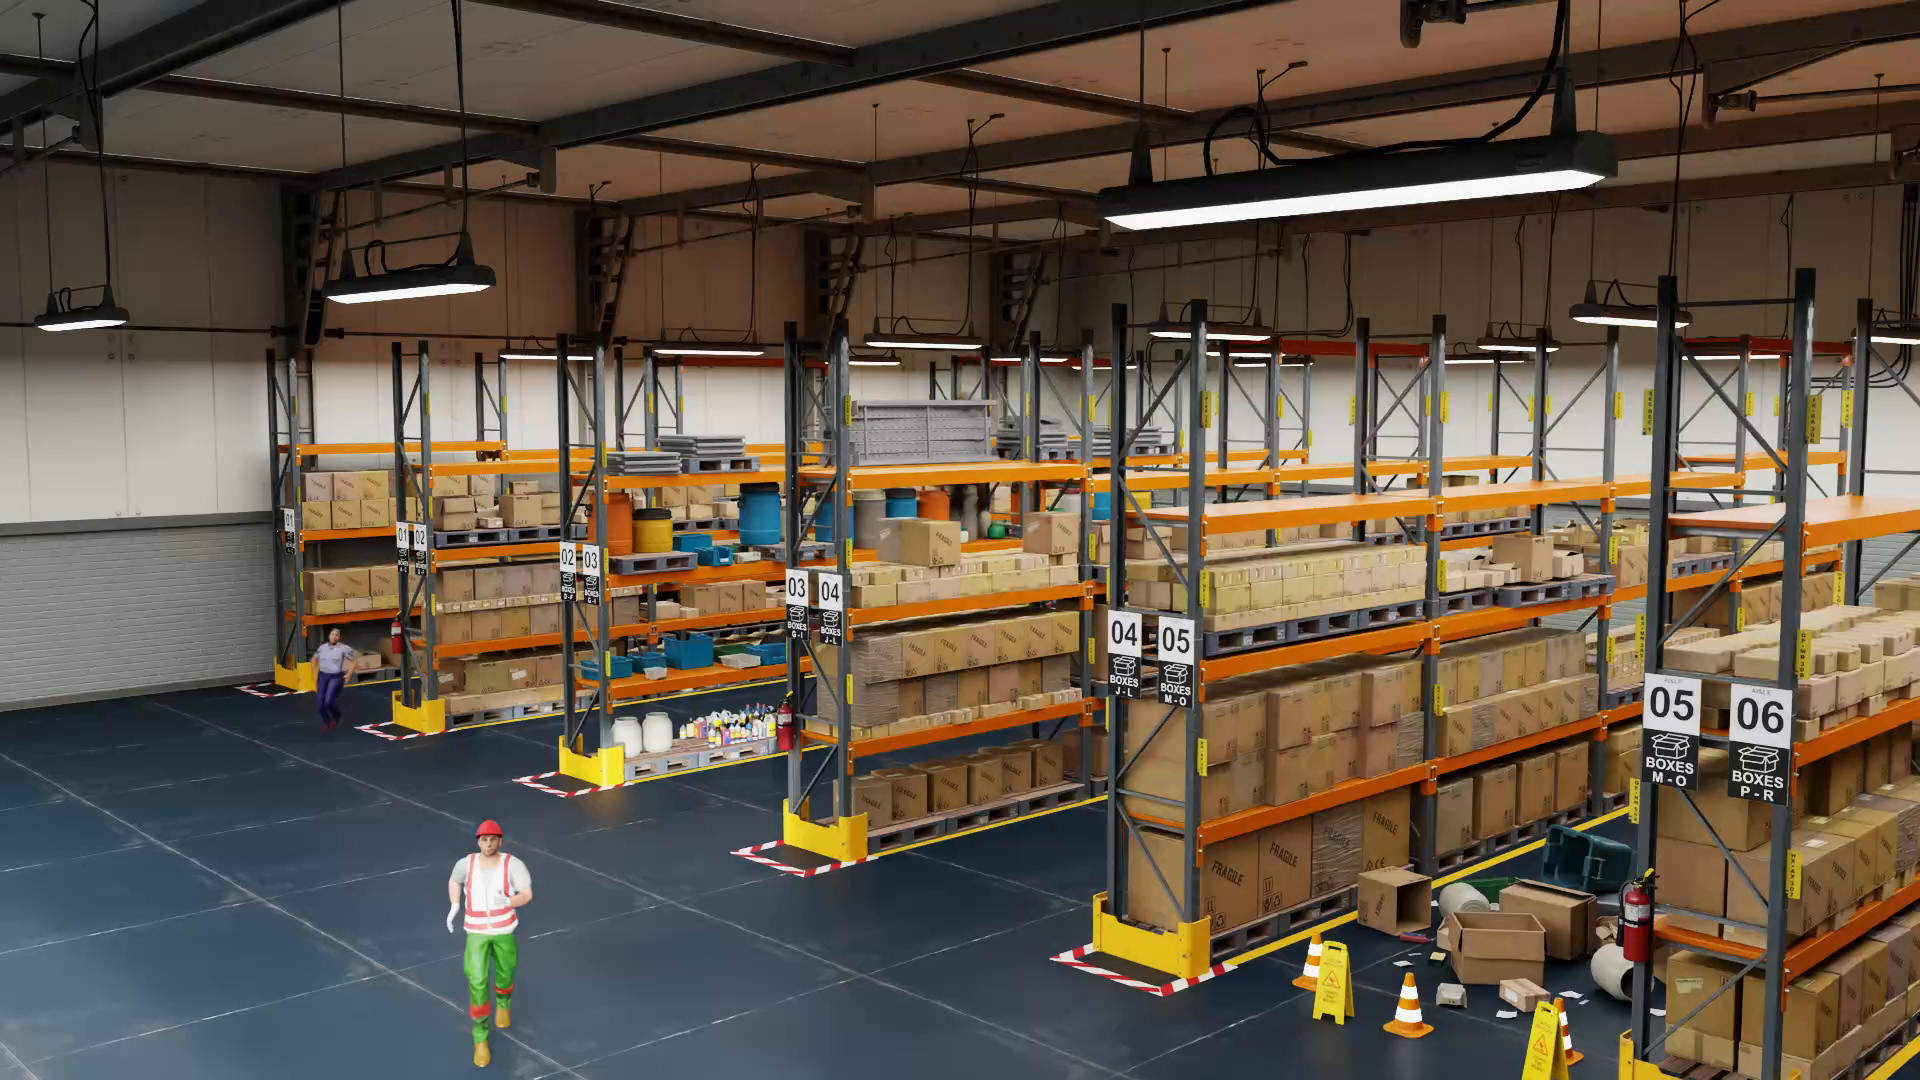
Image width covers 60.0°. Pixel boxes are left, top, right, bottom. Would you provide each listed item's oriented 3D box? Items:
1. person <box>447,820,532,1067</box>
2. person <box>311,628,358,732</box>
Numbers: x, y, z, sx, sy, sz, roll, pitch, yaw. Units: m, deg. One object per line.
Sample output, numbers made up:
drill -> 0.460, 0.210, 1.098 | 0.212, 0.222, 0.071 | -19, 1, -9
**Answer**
person -> -3.717, 3.112, 13.164 | 0.655, 1.817, 0.909 | -1, 5, -15
person -> -9.655, 2.163, 25.553 | 0.678, 1.602, 0.489 | 0, 5, 3
